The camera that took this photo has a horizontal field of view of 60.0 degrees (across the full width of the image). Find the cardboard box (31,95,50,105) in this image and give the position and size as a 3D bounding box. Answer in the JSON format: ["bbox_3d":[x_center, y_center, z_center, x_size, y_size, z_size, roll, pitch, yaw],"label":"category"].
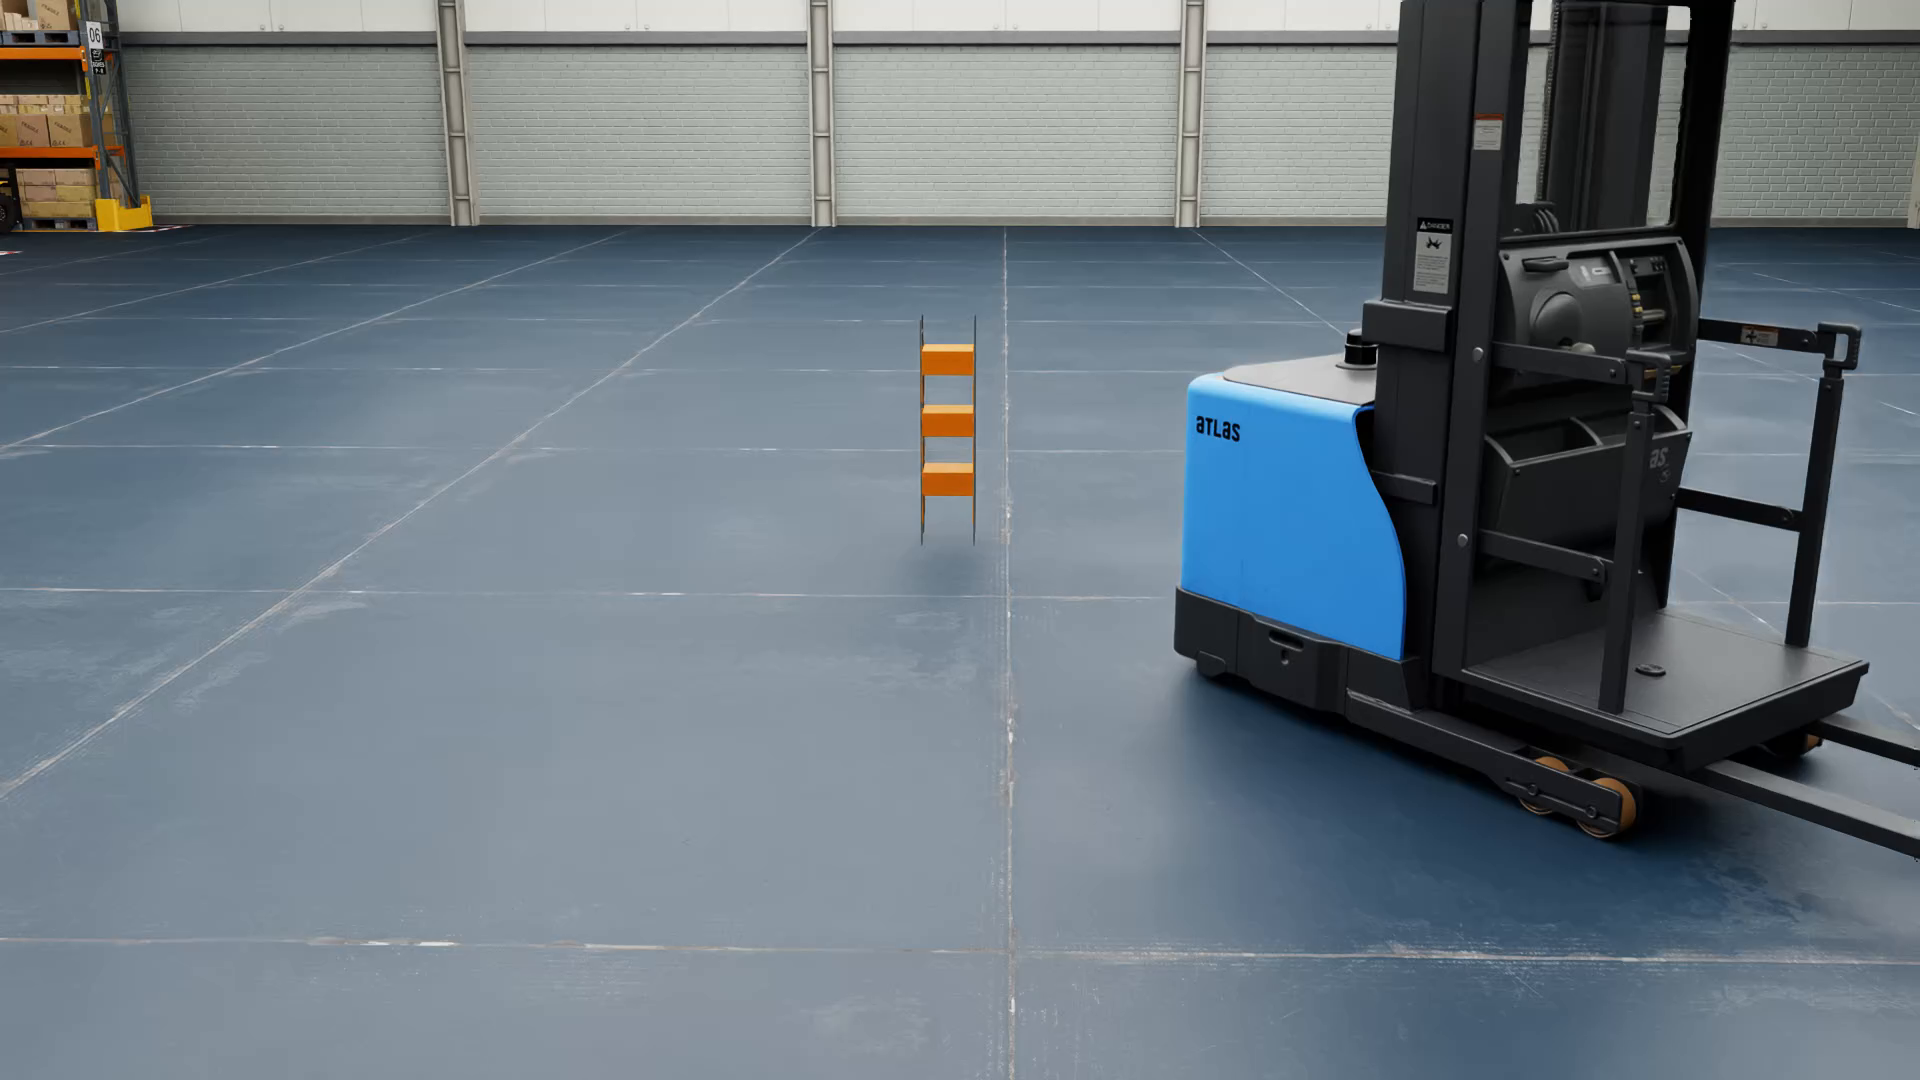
[{"bbox_3d":[-14.449,-6.956,26.275,0.250,0.149,0.380,1,15,3],"label":"cardboard box"}]

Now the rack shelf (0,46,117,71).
[{"bbox_3d":[-15.576,-7.629,26.406,4.000,0.370,1.077,0,15,1],"label":"rack shelf"}]

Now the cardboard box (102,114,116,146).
[{"bbox_3d":[-14.064,-6.636,26.915,0.500,0.500,0.500,1,15,3],"label":"cardboard box"}]

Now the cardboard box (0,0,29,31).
[{"bbox_3d":[-15.046,-8.236,26.083,0.500,0.500,0.700,0,15,2],"label":"cardboard box"}]

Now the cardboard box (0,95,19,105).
[{"bbox_3d":[-14.960,-6.950,26.253,0.250,0.149,0.380,1,15,3],"label":"cardboard box"}]

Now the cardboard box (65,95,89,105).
[{"bbox_3d":[-13.940,-6.968,26.319,0.250,0.149,0.380,0,15,2],"label":"cardboard box"}]

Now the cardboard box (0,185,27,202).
[{"bbox_3d":[-15.089,-5.556,26.606,0.500,0.250,0.500,0,15,0],"label":"cardboard box"}]

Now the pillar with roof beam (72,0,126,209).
[{"bbox_3d":[-14.359,-8.551,22.609,0.400,9.000,9.100,0,15,1],"label":"pillar with roof beam"}]

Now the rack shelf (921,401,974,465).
[{"bbox_3d":[-0.053,-0.498,7.710,0.240,0.259,0.215,0,15,1],"label":"rack shelf"}]

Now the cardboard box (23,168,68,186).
[{"bbox_3d":[-14.555,-5.796,26.534,0.500,0.250,0.500,1,15,2],"label":"cardboard box"}]

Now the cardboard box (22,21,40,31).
[{"bbox_3d":[-14.412,-8.022,25.957,0.250,0.149,0.380,0,15,0],"label":"cardboard box"}]

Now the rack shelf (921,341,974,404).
[{"bbox_3d":[-0.053,-0.772,7.638,0.240,0.259,0.215,0,15,1],"label":"rack shelf"}]

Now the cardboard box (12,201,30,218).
[{"bbox_3d":[-15.051,-5.321,26.693,0.500,0.250,0.500,1,15,2],"label":"cardboard box"}]

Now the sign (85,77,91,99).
[{"bbox_3d":[-13.604,-7.049,25.945,0.005,0.325,0.100,0,15,1],"label":"sign"}]

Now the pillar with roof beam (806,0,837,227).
[{"bbox_3d":[-2.363,-8.472,22.313,0.400,9.000,9.100,0,15,1],"label":"pillar with roof beam"}]

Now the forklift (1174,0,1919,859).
[{"bbox_3d":[2.051,-0.721,4.827,1.130,2.935,3.031,-11,18,-35],"label":"forklift"}]

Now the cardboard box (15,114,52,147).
[{"bbox_3d":[-14.593,-6.504,26.415,0.500,0.500,0.500,1,15,3],"label":"cardboard box"}]

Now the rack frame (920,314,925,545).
[{"bbox_3d":[-0.175,-0.509,7.710,0.008,1.050,0.200,0,15,1],"label":"rack frame"}]

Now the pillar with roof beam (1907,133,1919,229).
[{"bbox_3d":[15.631,-8.355,21.868,0.400,9.000,9.100,0,15,1],"label":"pillar with roof beam"}]

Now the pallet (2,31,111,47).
[{"bbox_3d":[-14.282,-7.932,26.318,1.213,0.211,1.003,0,15,1],"label":"pallet"}]

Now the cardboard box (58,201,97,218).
[{"bbox_3d":[-14.054,-5.309,26.651,0.500,0.250,0.500,0,15,2],"label":"cardboard box"}]

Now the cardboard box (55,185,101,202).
[{"bbox_3d":[-14.071,-5.552,26.591,0.500,0.250,0.500,0,15,1],"label":"cardboard box"}]

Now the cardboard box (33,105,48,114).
[{"bbox_3d":[-14.444,-6.817,26.333,0.250,0.149,0.380,1,15,2],"label":"cardboard box"}]

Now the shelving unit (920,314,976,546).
[{"bbox_3d":[-0.053,-0.508,7.707,0.252,1.050,0.215,0,15,1],"label":"shelving unit"}]

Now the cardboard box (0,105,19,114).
[{"bbox_3d":[-14.960,-6.812,26.311,0.250,0.149,0.380,0,15,0],"label":"cardboard box"}]

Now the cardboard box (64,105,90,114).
[{"bbox_3d":[-13.930,-6.806,26.290,0.250,0.149,0.380,1,15,2],"label":"cardboard box"}]

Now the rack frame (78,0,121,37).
[{"bbox_3d":[-13.576,-9.414,25.882,0.127,3.000,1.000,0,15,1],"label":"rack frame"}]

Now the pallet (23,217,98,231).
[{"bbox_3d":[-14.342,-5.159,26.981,1.213,0.211,1.003,0,15,1],"label":"pallet"}]

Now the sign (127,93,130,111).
[{"bbox_3d":[-13.556,-7.112,27.063,0.005,0.325,0.100,0,15,1],"label":"sign"}]

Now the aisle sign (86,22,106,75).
[{"bbox_3d":[-13.518,-7.695,26.030,0.004,0.787,0.394,0,15,1],"label":"aisle sign"}]
